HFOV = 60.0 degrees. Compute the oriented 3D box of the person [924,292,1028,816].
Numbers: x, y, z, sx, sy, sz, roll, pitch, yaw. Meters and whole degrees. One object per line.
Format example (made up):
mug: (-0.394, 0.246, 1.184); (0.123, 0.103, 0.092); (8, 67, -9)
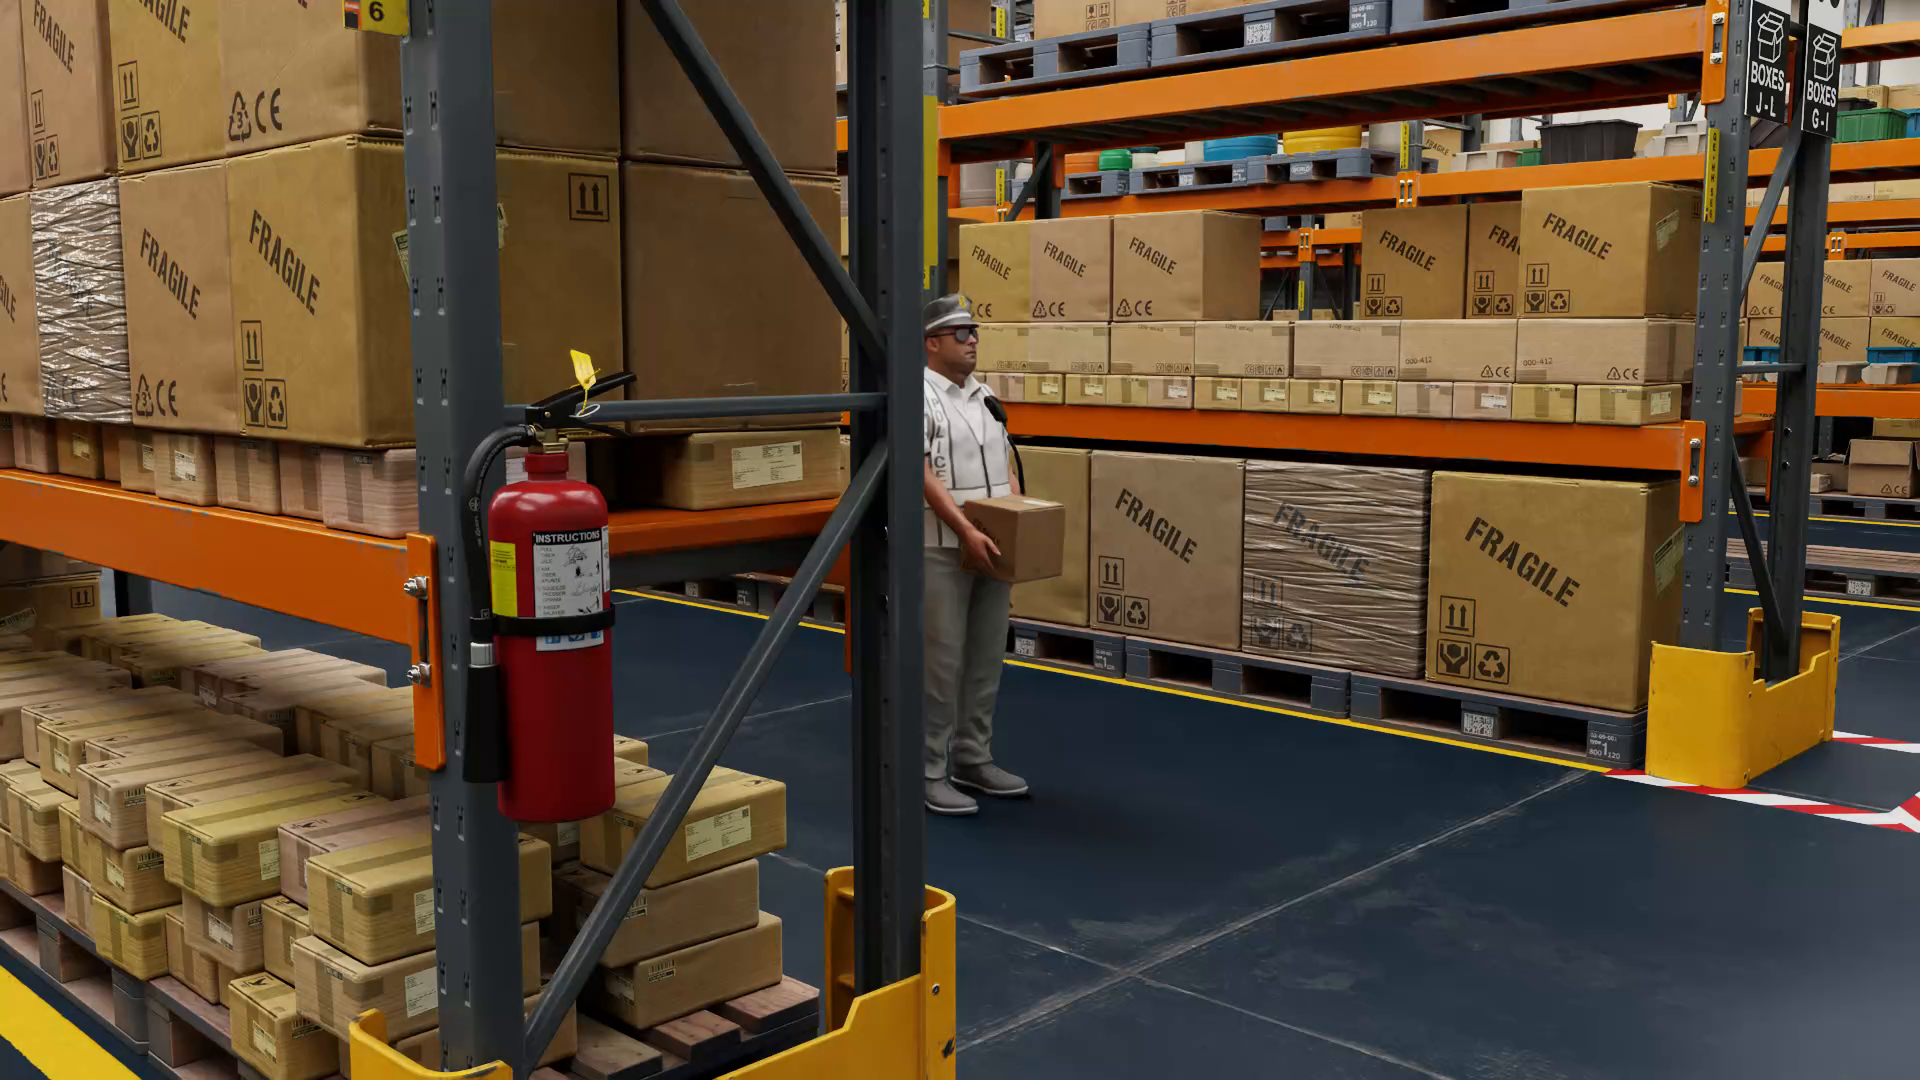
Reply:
person: (0.033, 0.028, 5.850); (0.546, 1.784, 0.524); (7, 10, 43)
